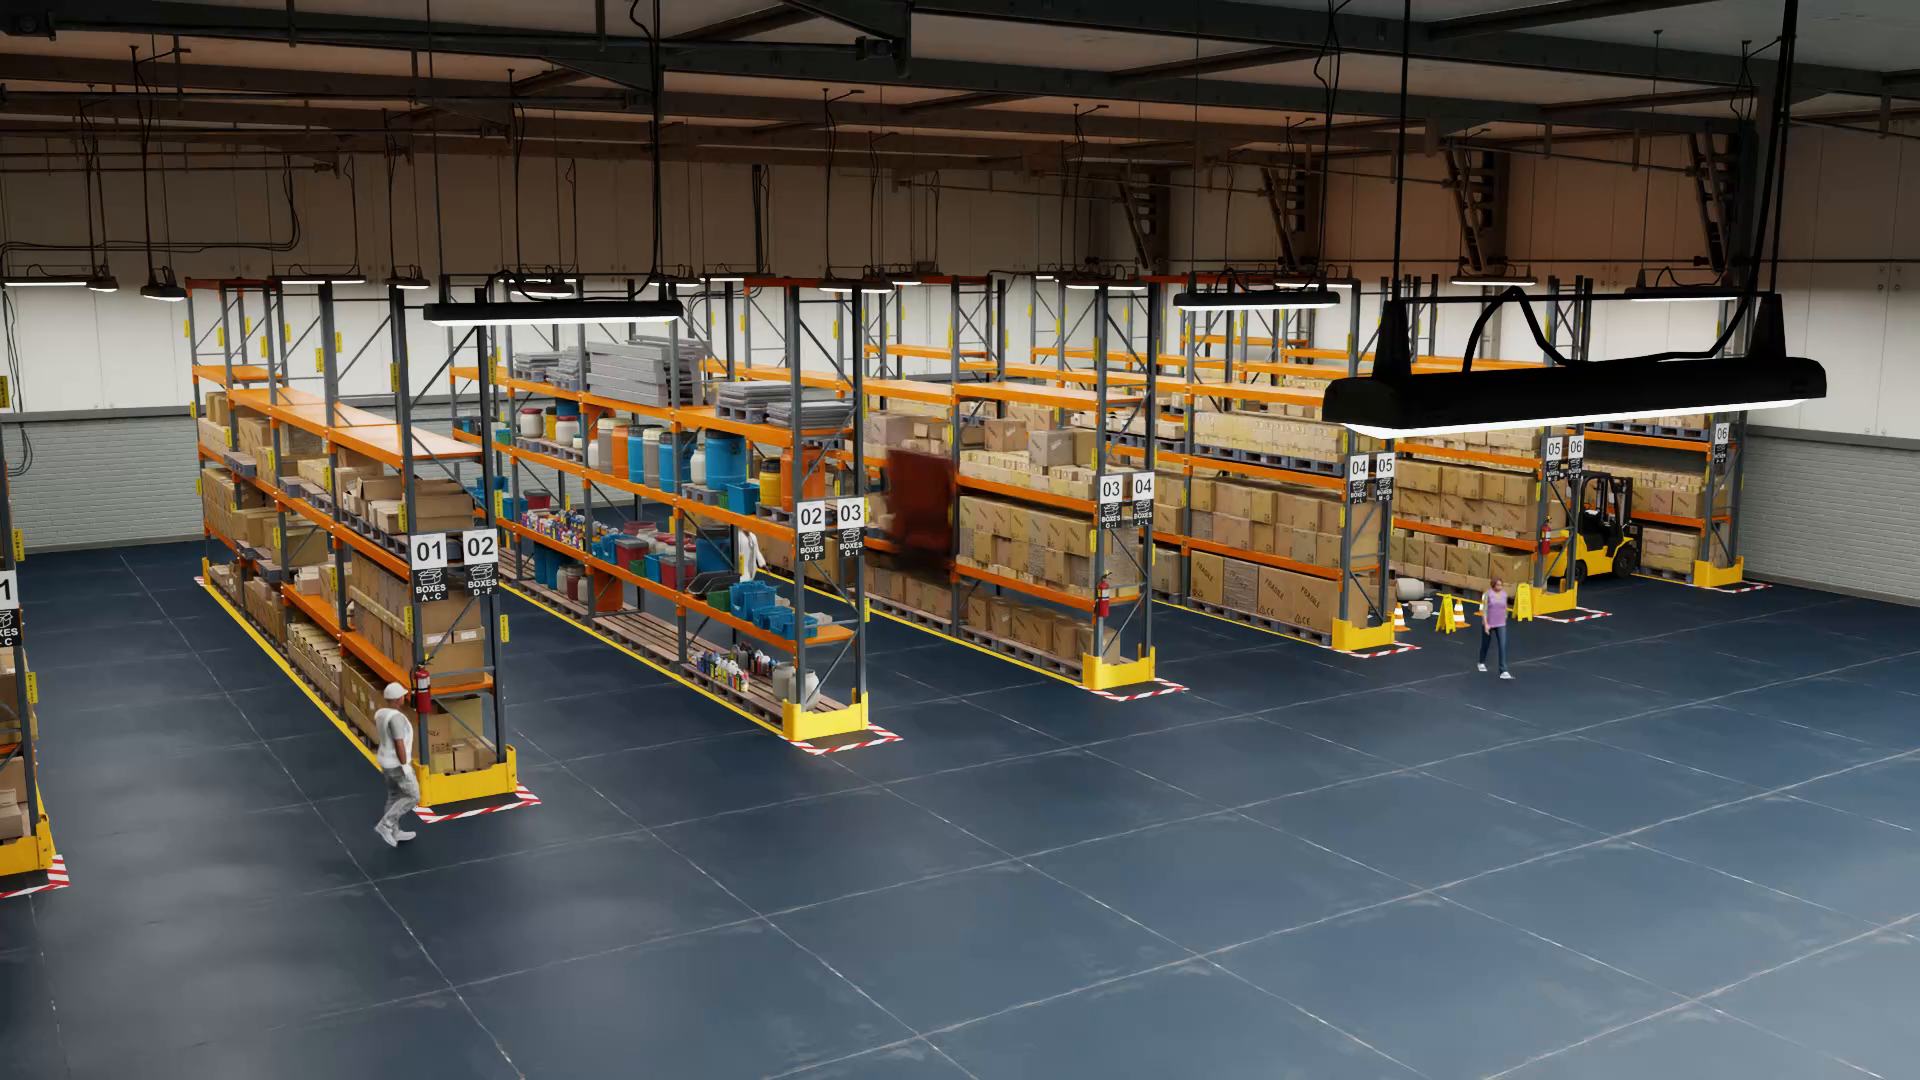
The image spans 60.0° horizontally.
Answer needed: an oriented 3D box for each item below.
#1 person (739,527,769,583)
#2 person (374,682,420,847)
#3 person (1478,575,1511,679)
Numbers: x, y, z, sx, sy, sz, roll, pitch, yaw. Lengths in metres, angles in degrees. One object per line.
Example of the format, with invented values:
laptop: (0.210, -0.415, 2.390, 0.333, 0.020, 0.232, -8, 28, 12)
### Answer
person: (-3.590, 0.488, 28.004, 1.114, 1.734, 0.676, 9, 13, 42)
person: (-6.175, 2.437, 18.055, 0.481, 1.783, 0.590, -7, 12, -34)
person: (8.203, 1.312, 25.478, 0.426, 1.563, 0.815, 1, 10, 8)
